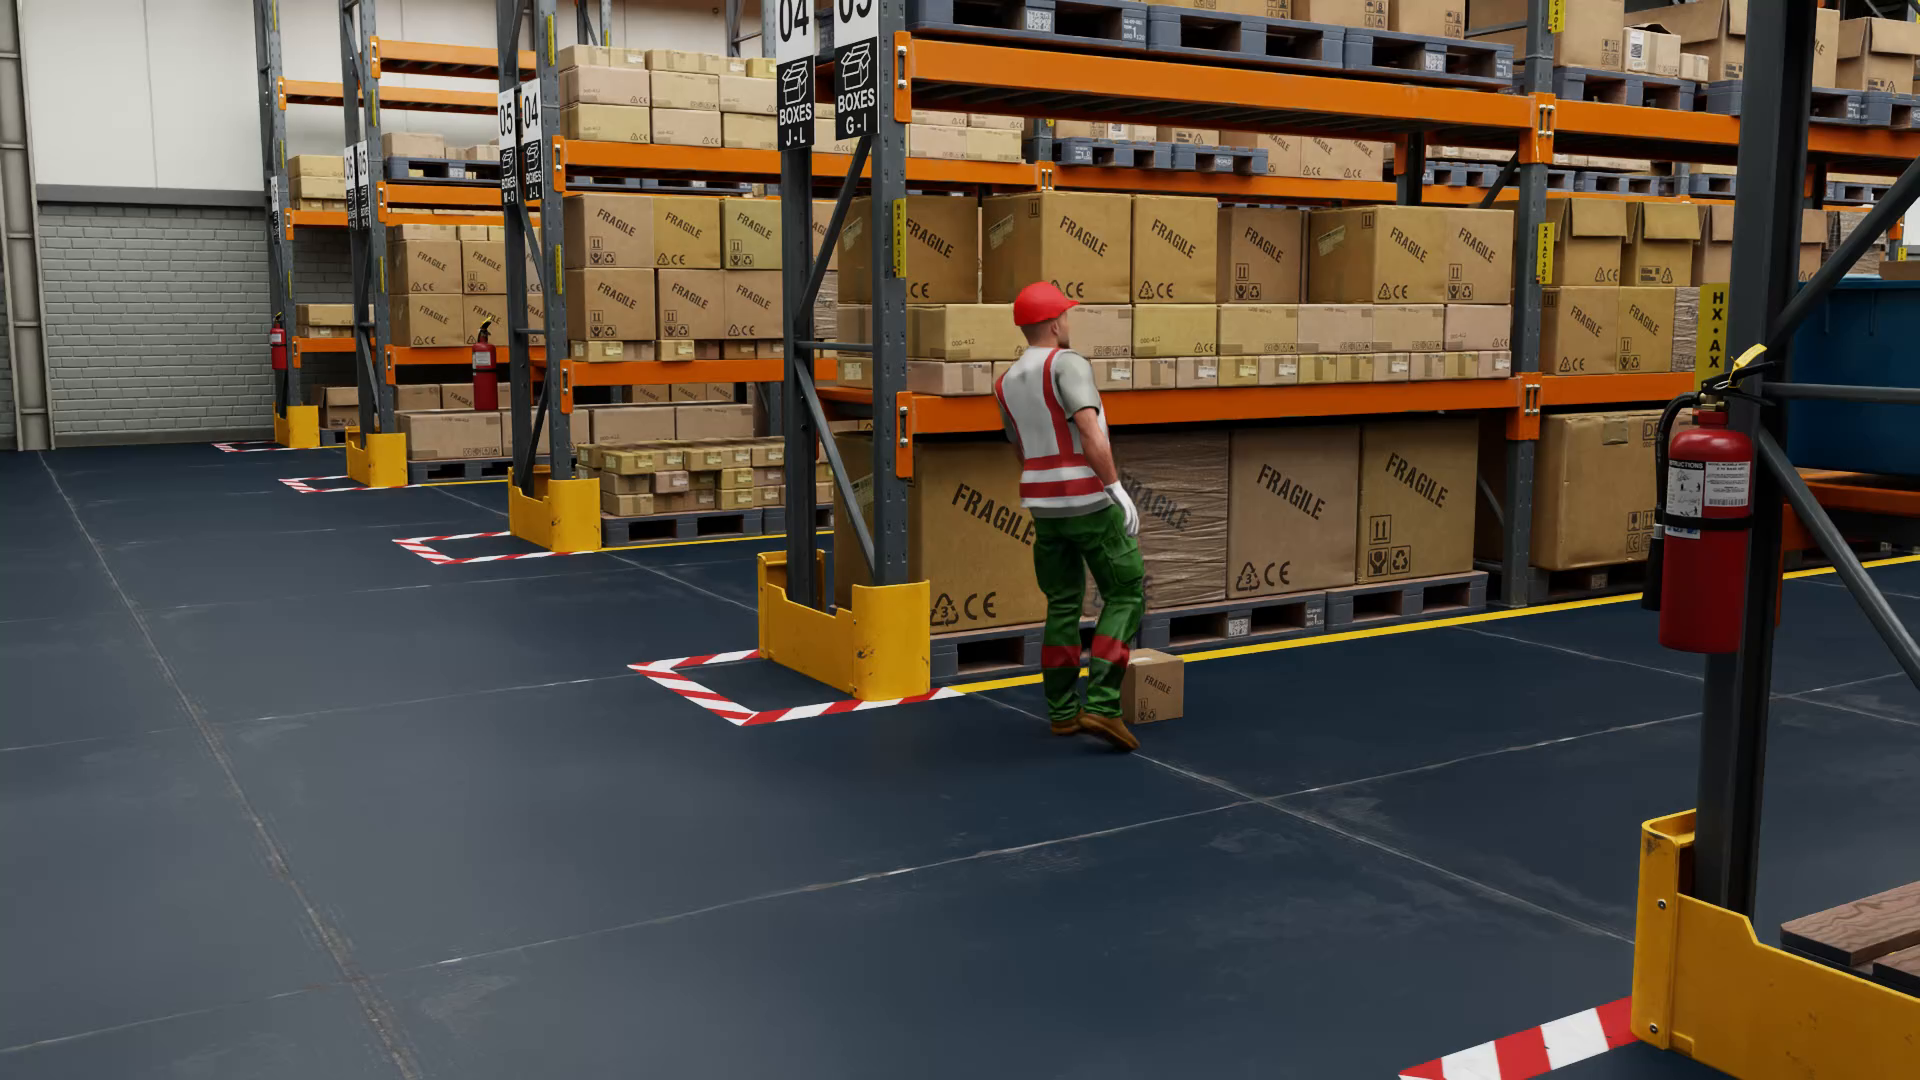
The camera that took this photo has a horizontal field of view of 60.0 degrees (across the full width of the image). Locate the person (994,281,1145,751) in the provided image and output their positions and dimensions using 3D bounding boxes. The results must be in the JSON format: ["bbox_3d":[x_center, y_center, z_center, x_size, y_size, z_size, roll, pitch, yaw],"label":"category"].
[{"bbox_3d":[0.485,-0.096,6.517,0.707,1.815,0.492,7,11,43],"label":"person"}]
